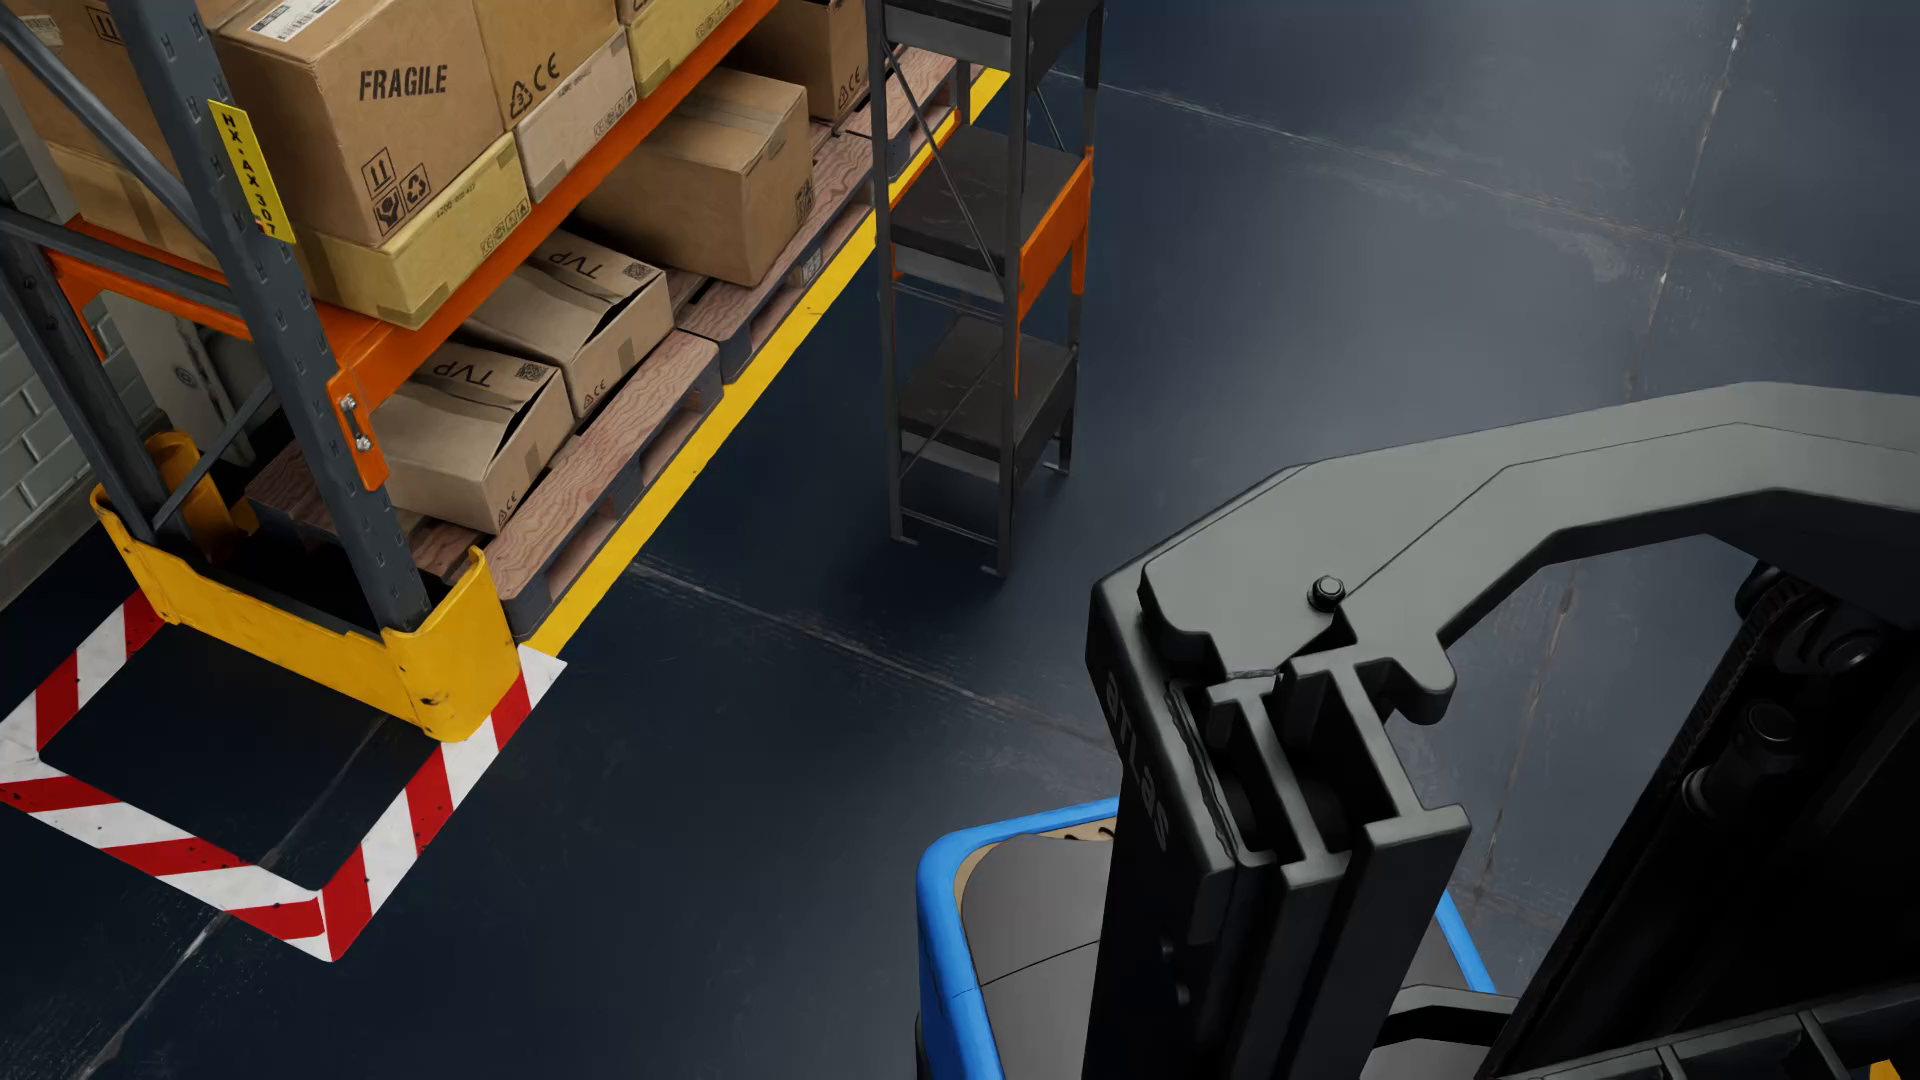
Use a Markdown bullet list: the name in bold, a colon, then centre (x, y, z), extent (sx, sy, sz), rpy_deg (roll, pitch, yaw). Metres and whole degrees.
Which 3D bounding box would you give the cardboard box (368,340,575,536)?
- **cardboard box**: centre (-1.535, -0.349, 5.054), extent (0.500, 0.311, 0.500), rpy_deg (14, 51, 12)

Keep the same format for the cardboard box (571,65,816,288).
- **cardboard box**: centre (-0.932, -1.292, 5.732), extent (0.700, 0.500, 0.500), rpy_deg (17, 52, 14)

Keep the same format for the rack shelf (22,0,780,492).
- **rack shelf**: centre (-1.057, -1.775, 5.263), extent (1.077, 0.370, 4.000), rpy_deg (20, 52, 16)

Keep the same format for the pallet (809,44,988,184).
- **pallet**: centre (-0.458, -2.007, 6.819), extent (1.003, 0.211, 1.213), rpy_deg (20, 52, 16)

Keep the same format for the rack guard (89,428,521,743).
- **rack guard**: centre (-1.879, 0.127, 4.814), extent (1.175, 0.500, 0.348), rpy_deg (20, 52, 16)

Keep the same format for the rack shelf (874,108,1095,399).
- **rack shelf**: centre (0.071, -0.786, 4.558), extent (0.431, 0.518, 0.480), rpy_deg (20, 52, 16)

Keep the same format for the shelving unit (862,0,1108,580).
- **shelving unit**: centre (0.071, -0.794, 4.547), extent (0.431, 2.100, 0.503), rpy_deg (20, 52, 16)

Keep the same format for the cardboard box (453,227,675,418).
- **cardboard box**: centre (-1.291, -0.742, 5.388), extent (0.500, 0.311, 0.500), rpy_deg (24, 54, 19)

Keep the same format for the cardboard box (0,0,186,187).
- **cardboard box**: centre (-1.902, -1.225, 3.916), extent (0.500, 0.500, 0.500), rpy_deg (19, 52, 16)

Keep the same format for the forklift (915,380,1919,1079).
- **forklift**: centre (0.745, 1.352, 2.175), extent (1.130, 2.935, 3.031), rpy_deg (-11, 50, -9)

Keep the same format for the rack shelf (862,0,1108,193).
- **rack shelf**: centre (0.071, -1.239, 4.025), extent (0.431, 0.518, 0.480), rpy_deg (20, 52, 16)

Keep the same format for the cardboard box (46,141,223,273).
- **cardboard box**: centre (-1.887, -0.973, 4.194), extent (0.500, 0.250, 0.500), rpy_deg (20, 53, 17)

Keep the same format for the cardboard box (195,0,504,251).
- **cardboard box**: centre (-1.436, -1.062, 3.777), extent (0.500, 0.500, 0.500), rpy_deg (20, 52, 16)

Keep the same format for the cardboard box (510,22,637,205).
- **cardboard box**: centre (-1.207, -1.183, 4.373), extent (0.500, 0.250, 0.500), rpy_deg (18, 52, 15)

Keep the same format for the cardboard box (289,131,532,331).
- **cardboard box**: centre (-1.416, -0.821, 4.065), extent (0.500, 0.250, 0.500), rpy_deg (18, 52, 15)

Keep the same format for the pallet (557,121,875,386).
- **pallet**: centre (-0.978, -1.164, 6.102), extent (1.003, 0.211, 1.213), rpy_deg (20, 52, 16)

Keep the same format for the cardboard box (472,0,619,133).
- **cardboard box**: centre (-1.216, -1.400, 4.064), extent (0.500, 0.500, 0.500), rpy_deg (20, 52, 16)

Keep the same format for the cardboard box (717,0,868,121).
- **cardboard box**: centre (-0.610, -1.990, 6.326), extent (0.500, 0.500, 0.500), rpy_deg (16, 52, 13)

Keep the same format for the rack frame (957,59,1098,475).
- **rack frame**: centre (0.175, -0.962, 4.690), extent (0.400, 2.100, 0.015), rpy_deg (20, 52, 16)

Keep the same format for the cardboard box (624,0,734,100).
- **cardboard box**: centre (-0.984, -1.532, 4.670), extent (0.500, 0.250, 0.500), rpy_deg (19, 52, 16)

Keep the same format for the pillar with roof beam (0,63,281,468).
- **pillar with roof beam**: centre (1.498, -1.937, 0.990), extent (9.100, 9.000, 0.400), rpy_deg (20, 52, 16)

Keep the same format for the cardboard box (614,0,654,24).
- **cardboard box**: centre (-0.989, -1.753, 4.365), extent (0.500, 0.500, 0.500), rpy_deg (18, 52, 15)

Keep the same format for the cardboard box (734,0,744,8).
- **cardboard box**: centre (-0.766, -1.880, 4.965), extent (0.500, 0.250, 0.500), rpy_deg (20, 53, 16)

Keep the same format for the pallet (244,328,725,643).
- **pallet**: centre (-1.500, -0.327, 5.390), extent (1.003, 0.211, 1.213), rpy_deg (20, 52, 16)

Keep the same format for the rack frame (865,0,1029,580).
- **rack frame**: centre (-0.034, -0.626, 4.404), extent (0.400, 2.100, 0.015), rpy_deg (20, 52, 16)

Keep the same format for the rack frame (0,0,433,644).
- **rack frame**: centre (-1.912, -0.631, 3.817), extent (1.000, 3.000, 0.127), rpy_deg (20, 52, 16)

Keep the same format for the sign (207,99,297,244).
- **sign**: centre (-1.421, -0.735, 3.337), extent (0.100, 0.325, 0.005), rpy_deg (20, 52, 16)

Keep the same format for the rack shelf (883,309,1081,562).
- **rack shelf**: centre (0.071, -0.332, 5.091), extent (0.431, 0.518, 0.480), rpy_deg (20, 52, 16)
